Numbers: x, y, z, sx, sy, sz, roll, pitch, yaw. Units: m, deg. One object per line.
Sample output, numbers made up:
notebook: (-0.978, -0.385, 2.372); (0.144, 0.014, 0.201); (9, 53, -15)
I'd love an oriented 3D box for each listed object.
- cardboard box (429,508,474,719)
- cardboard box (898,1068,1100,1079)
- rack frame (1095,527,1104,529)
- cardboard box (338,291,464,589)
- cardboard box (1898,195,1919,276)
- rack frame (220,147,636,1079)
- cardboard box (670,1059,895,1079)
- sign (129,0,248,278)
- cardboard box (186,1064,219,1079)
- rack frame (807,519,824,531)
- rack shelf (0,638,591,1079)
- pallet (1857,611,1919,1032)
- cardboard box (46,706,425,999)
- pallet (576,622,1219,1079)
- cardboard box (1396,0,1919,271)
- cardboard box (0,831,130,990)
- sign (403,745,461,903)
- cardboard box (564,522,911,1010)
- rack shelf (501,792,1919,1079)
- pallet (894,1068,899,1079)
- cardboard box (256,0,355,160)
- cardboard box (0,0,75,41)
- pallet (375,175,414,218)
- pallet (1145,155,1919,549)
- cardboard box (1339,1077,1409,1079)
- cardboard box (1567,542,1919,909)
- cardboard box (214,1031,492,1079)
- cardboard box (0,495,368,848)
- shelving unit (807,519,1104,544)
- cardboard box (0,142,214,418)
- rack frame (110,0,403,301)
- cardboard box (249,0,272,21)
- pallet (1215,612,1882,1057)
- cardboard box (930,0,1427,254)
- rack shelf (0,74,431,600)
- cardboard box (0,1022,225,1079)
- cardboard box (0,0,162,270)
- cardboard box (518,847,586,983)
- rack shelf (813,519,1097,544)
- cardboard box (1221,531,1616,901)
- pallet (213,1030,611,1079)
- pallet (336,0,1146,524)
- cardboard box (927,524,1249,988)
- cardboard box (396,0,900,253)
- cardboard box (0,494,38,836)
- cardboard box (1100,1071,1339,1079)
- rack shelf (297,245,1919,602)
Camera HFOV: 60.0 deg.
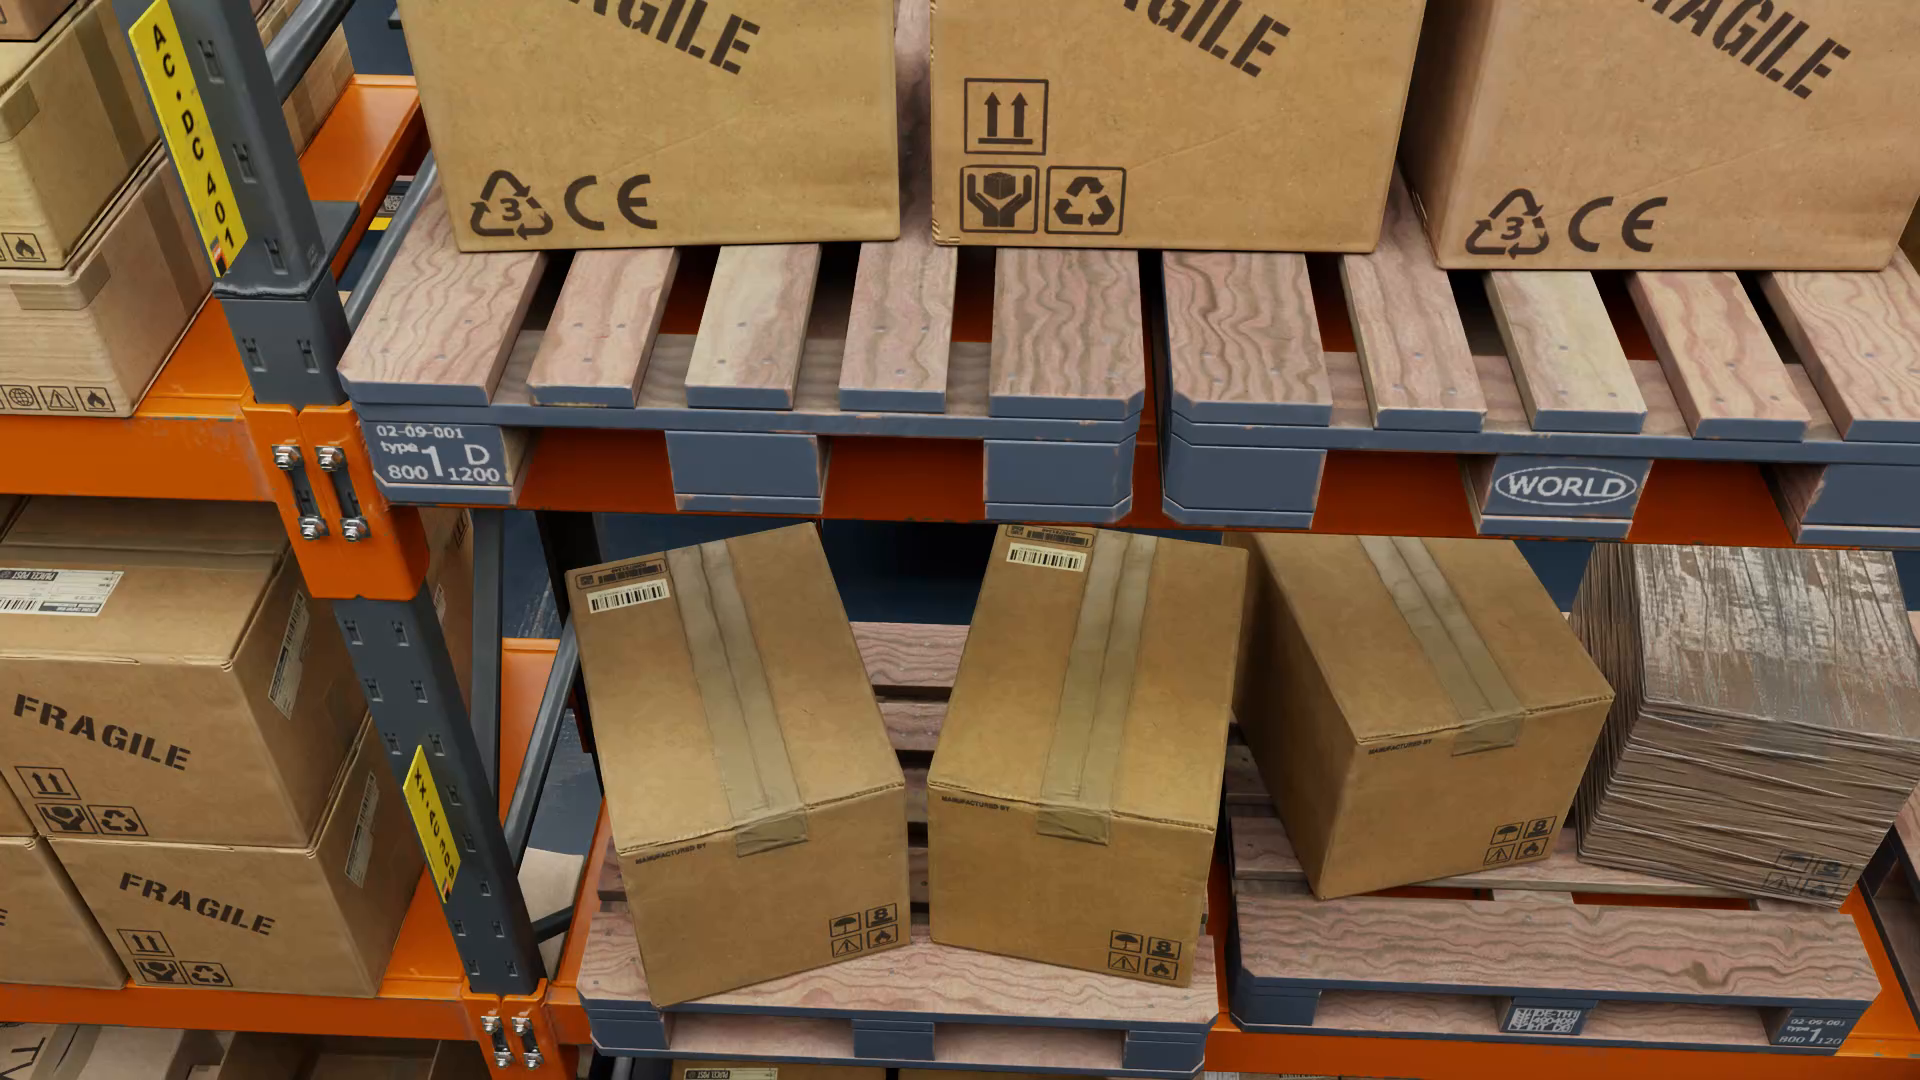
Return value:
cardboard box: (-1.393, 0.204, 3.757); (0.500, 0.500, 0.500); (3, 43, 3)
cardboard box: (0.110, 1.385, 4.074); (0.500, 0.500, 0.500); (2, 43, 2)
rack frame: (0.501, -0.396, 5.850); (0.032, 1.125, 0.500); (2, 43, 2)
cardboard box: (-1.354, -0.167, 3.422); (0.500, 0.500, 0.500); (3, 43, 3)
cardboard box: (1.634, -0.592, 2.411); (0.500, 0.500, 0.910); (2, 43, 2)
rack frame: (-0.896, 0.441, 3.575); (0.127, 3.000, 1.000); (2, 43, 2)
cardboard box: (-0.424, 1.376, 4.084); (0.500, 0.500, 0.500); (0, 43, 0)
sign: (-0.913, -0.476, 1.980); (0.005, 0.325, 0.100); (2, 43, 2)
cardboard box: (-1.855, 1.529, 4.177); (0.250, 0.149, 0.380); (2, 43, 2)
rack frame: (-0.515, -0.427, 5.884); (0.032, 1.125, 0.500); (2, 43, 2)
rack shelf: (-2.894, 0.643, 3.887); (4.000, 0.370, 1.077); (2, 43, 2)
pallet: (2.420, 0.661, 3.480); (1.003, 0.211, 1.213); (2, 43, 2)
cardboard box: (-1.407, 0.564, 3.370); (0.500, 0.500, 0.500); (2, 43, 3)
pallet: (-0.103, 0.611, 3.535); (1.213, 0.211, 1.003); (2, 43, 2)
cardboard box: (0.937, -0.778, 2.229); (0.600, 0.600, 0.600); (0, 43, 0)
cardboard box: (-1.922, 0.549, 3.386); (0.500, 0.500, 0.500); (3, 43, 3)
sign: (-0.913, 0.494, 2.884); (0.005, 0.325, 0.100); (2, 43, 2)
cardboard box: (-0.433, 0.418, 3.219); (0.500, 0.500, 0.700); (-12, 44, -12)
rack shelf: (1.102, 0.766, 3.755); (4.000, 0.370, 1.077); (2, 43, 2)
pallet: (-0.082, 1.461, 4.527); (1.213, 0.211, 1.003); (2, 43, 2)
cardboard box: (-1.371, -0.785, 2.801); (0.500, 0.250, 0.500); (2, 43, 2)
cardboard box: (-1.383, -1.047, 2.166); (0.500, 0.500, 0.700); (2, 43, 2)
pallet: (-2.627, -1.943, 8.181); (1.213, 0.211, 1.003); (2, 43, 2)
pallet: (0.789, -0.490, 2.512); (1.003, 0.211, 1.213); (2, 43, 2)
cardboard box: (1.076, 1.147, 3.779); (0.500, 0.250, 0.500); (1, 43, 1)
cardboard box: (1.561, 0.273, 3.375); (0.500, 0.500, 0.700); (9, 44, 10)
cardboard box: (-1.478, 1.371, 4.089); (0.500, 0.500, 0.500); (2, 43, 2)
cardboard box: (-1.413, 0.200, 3.028); (0.500, 0.500, 0.500); (2, 43, 2)
shelving unit: (-0.007, -0.412, 5.867); (1.048, 1.125, 0.538); (2, 43, 2)
cardboard box: (-1.394, -0.435, 2.426); (0.500, 0.250, 0.500); (2, 43, 2)
rack frame: (-0.896, -1.754, 1.531); (0.127, 3.000, 1.000); (2, 43, 2)
cardboard box: (-1.370, -0.968, 2.631); (0.500, 0.250, 0.500); (2, 43, 2)
pallet: (1.157, 0.578, 3.570); (1.213, 0.211, 1.003); (2, 43, 2)
cardboard box: (0.273, -0.812, 2.266); (0.600, 0.600, 0.600); (1, 43, 1)
rack shelf: (-2.894, -0.454, 2.864); (4.000, 0.370, 1.077); (2, 43, 2)
cardboard box: (-2.227, 1.417, 4.178); (0.500, 0.311, 0.500); (2, 43, 2)
cardboard box: (-1.394, -0.614, 2.251); (0.500, 0.250, 0.500); (2, 43, 2)
cardboard box: (-1.305, 1.104, 4.514); (0.500, 0.311, 0.500); (2, 43, 2)
rack shelf: (-0.007, -0.233, 6.033); (1.000, 0.278, 0.538); (2, 43, 2)
cardboard box: (0.872, 0.263, 3.385); (0.500, 0.500, 0.700); (-8, 44, -9)
pallet: (-1.582, 1.440, 4.549); (1.213, 0.211, 1.003); (2, 43, 2)
pallet: (-0.248, -0.519, 2.544); (1.003, 0.211, 1.213); (2, 43, 2)
cardboard box: (0.257, 0.396, 3.243); (0.500, 0.500, 0.700); (8, 44, 9)
cardboard box: (-0.396, -0.817, 2.271); (0.600, 0.600, 0.600); (-2, 43, -2)
cardboard box: (-1.925, 0.186, 3.043); (0.500, 0.500, 0.500); (1, 43, 1)
cardboard box: (0.575, 1.132, 3.795); (0.500, 0.250, 0.500); (2, 43, 2)
rack shelf: (1.102, -0.331, 2.732); (4.000, 0.370, 1.077); (2, 43, 2)
